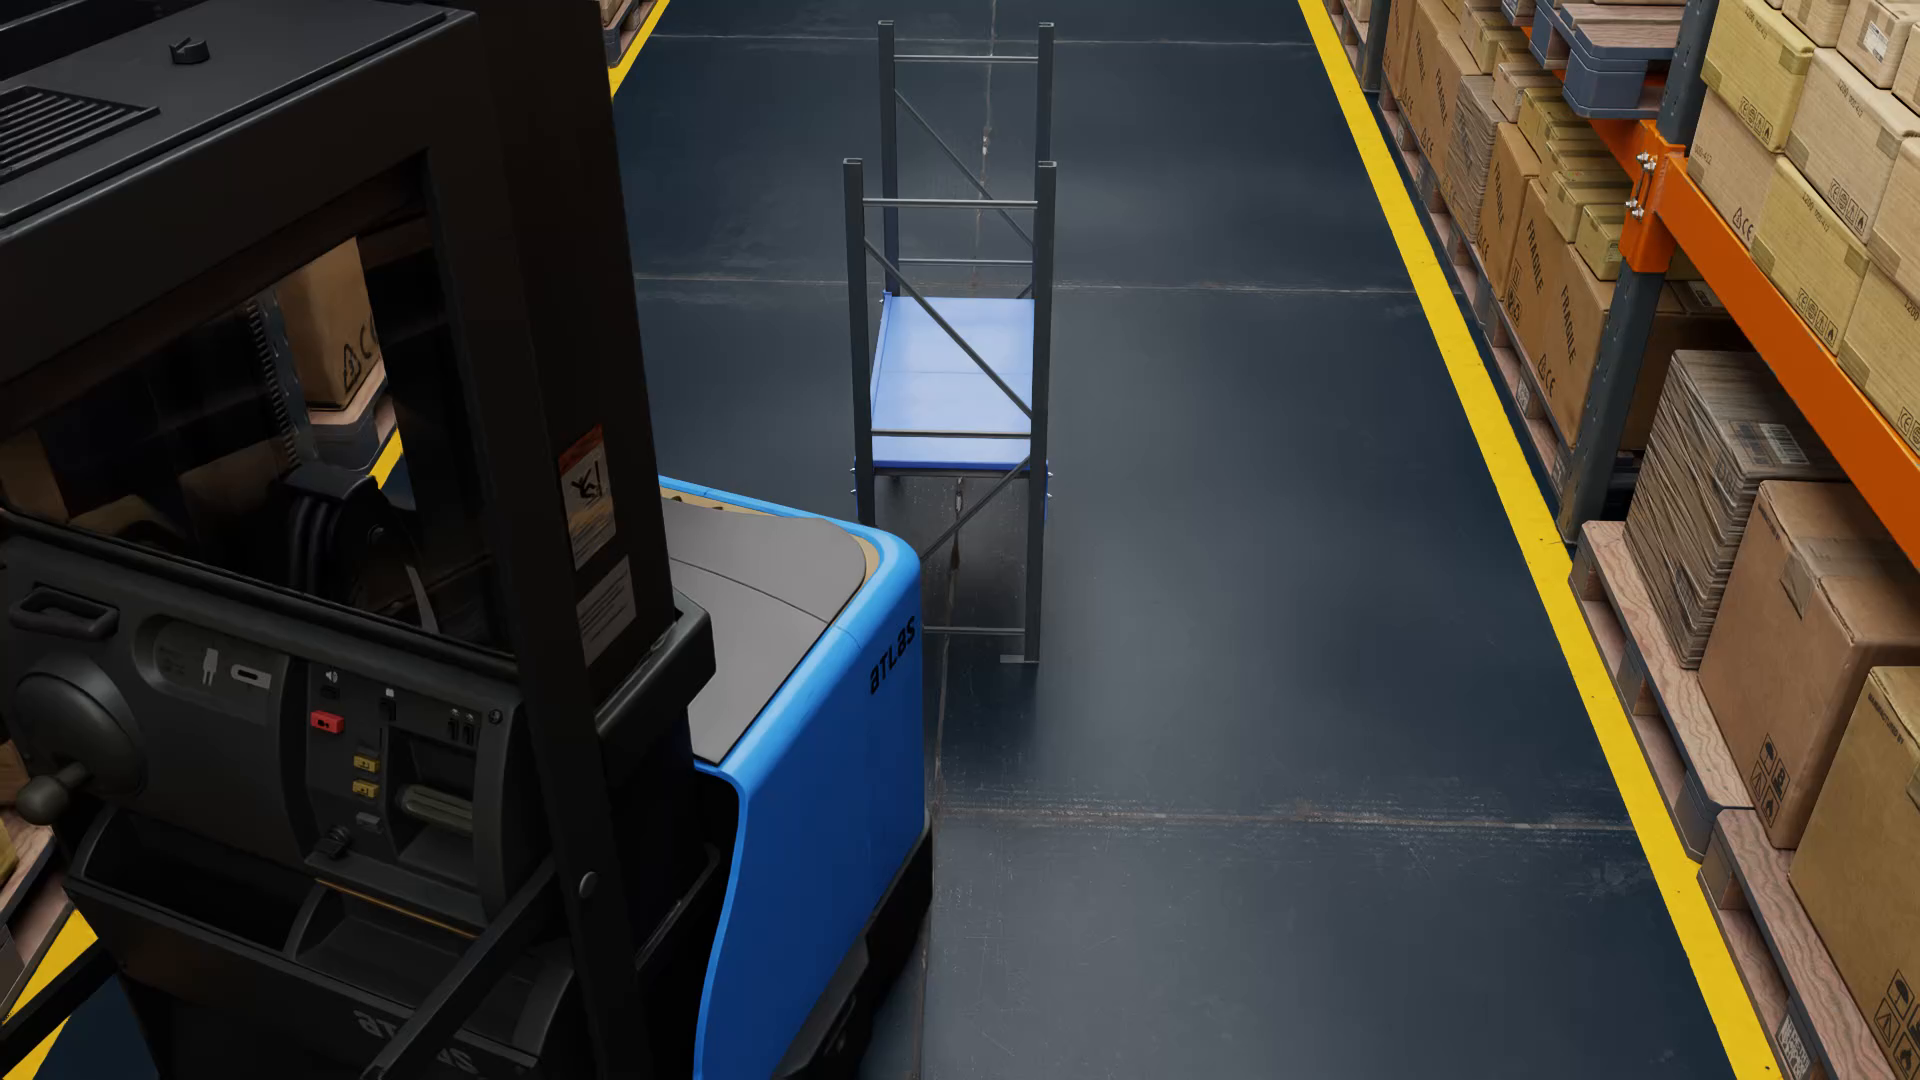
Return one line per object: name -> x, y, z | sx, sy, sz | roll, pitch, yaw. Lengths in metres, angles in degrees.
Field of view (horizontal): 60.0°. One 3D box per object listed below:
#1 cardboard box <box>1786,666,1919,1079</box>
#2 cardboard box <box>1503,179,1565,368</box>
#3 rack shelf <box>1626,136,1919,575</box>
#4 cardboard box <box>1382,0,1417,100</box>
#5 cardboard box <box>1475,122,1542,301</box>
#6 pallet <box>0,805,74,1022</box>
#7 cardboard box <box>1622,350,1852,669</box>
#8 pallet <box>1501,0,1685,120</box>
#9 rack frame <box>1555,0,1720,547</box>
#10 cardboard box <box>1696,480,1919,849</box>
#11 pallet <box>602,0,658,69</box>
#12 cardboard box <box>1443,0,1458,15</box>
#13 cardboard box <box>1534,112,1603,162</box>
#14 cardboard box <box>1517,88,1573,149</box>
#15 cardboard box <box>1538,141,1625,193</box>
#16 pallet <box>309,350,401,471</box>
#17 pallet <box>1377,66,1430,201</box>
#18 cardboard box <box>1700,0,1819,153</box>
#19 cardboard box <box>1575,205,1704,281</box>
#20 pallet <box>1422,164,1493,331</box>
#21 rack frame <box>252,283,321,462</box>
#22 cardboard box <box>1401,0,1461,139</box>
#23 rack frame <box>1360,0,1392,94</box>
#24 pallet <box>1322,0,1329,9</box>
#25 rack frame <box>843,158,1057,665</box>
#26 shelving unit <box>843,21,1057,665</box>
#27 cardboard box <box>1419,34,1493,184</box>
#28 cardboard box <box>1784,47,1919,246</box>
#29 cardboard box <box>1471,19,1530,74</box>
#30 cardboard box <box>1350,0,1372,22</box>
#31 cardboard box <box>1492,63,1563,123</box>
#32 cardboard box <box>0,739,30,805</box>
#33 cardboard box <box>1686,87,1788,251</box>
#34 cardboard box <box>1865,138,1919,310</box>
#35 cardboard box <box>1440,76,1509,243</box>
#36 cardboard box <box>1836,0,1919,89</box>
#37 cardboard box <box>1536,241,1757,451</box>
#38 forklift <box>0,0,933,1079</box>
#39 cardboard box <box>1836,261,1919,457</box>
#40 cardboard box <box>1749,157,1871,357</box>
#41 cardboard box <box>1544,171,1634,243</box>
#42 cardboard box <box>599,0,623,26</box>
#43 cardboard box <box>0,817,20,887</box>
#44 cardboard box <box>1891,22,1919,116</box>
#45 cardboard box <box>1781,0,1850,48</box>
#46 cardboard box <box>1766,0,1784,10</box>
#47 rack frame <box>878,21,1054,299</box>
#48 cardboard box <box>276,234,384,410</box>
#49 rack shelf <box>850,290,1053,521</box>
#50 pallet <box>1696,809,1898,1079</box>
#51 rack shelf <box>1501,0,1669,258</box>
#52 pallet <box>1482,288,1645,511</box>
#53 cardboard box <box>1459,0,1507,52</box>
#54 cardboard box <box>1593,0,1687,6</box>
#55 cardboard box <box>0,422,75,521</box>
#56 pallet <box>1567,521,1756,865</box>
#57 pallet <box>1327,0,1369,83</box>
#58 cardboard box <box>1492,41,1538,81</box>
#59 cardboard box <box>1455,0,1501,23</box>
cardboard box -> 2.317, 0.690, 3.359 | 0.875, 0.625, 0.625 | 0, 35, 0
cardboard box -> 2.234, -0.914, 5.751 | 0.500, 0.500, 0.500 | 1, 35, 1
rack shelf -> 2.321, 0.213, 2.963 | 1.077, 0.370, 4.000 | 1, 35, 2
cardboard box -> 2.317, -2.404, 7.871 | 0.500, 0.500, 0.500 | 3, 35, 4
cardboard box -> 2.252, -1.215, 6.179 | 0.500, 0.500, 0.500 | 3, 35, 4
pallet -> -2.643, 0.946, 3.720 | 1.003, 0.211, 1.213 | 1, 35, 2
cardboard box -> 2.362, -0.072, 4.444 | 0.875, 0.625, 0.625 | 2, 35, 3
pallet -> 2.358, -1.542, 5.003 | 1.213, 0.211, 1.003 | 1, 35, 2
rack frame -> 2.401, -1.230, 4.391 | 1.000, 3.000, 0.127 | 1, 35, 2
cardboard box -> 2.344, 0.303, 3.909 | 0.875, 0.625, 0.625 | 2, 35, 3
pallet -> -2.289, -2.935, 9.242 | 1.003, 0.211, 1.213 | 1, 35, 2
cardboard box -> 2.349, -2.434, 7.349 | 0.380, 0.149, 0.250 | 0, 35, -1
cardboard box -> 2.258, -1.392, 5.867 | 0.380, 0.149, 0.250 | 2, 35, 3
cardboard box -> 2.268, -1.536, 6.071 | 0.380, 0.149, 0.250 | 1, 35, 1
cardboard box -> 2.202, -1.242, 5.653 | 0.380, 0.149, 0.250 | 0, 35, 0
pallet -> -2.452, -0.653, 5.995 | 1.003, 0.211, 1.213 | 1, 35, 2
pallet -> 2.567, -1.919, 7.797 | 1.003, 0.211, 1.213 | 1, 35, 2
cardboard box -> 2.114, -1.124, 3.937 | 0.500, 0.250, 0.500 | 1, 35, 2
cardboard box -> 2.168, -0.934, 5.215 | 0.380, 0.149, 0.250 | 0, 35, 0
pallet -> 2.521, -1.216, 6.797 | 1.003, 0.211, 1.213 | 1, 35, 2
rack frame -> -2.559, -1.342, 4.551 | 1.000, 3.000, 0.127 | 1, 35, 2
cardboard box -> 2.306, -2.098, 7.436 | 0.500, 0.500, 0.500 | 1, 35, 1
rack frame -> 2.562, -3.528, 7.661 | 1.000, 3.000, 0.127 | 1, 35, 2
pallet -> 2.637, -3.484, 10.025 | 1.003, 0.211, 1.213 | 1, 35, 2
rack frame -> -0.024, -0.273, 4.333 | 0.500, 1.500, 0.032 | 1, 35, 2
shelving unit -> -0.003, -0.565, 4.749 | 0.538, 1.500, 1.048 | 1, 35, 2
cardboard box -> 2.281, -1.812, 7.028 | 0.500, 0.500, 0.500 | 0, 35, 0
cardboard box -> 2.118, -0.836, 3.527 | 0.500, 0.250, 0.500 | 2, 35, 3
cardboard box -> 2.292, -1.991, 6.719 | 0.380, 0.149, 0.250 | 3, 35, 4
cardboard box -> 2.291, -2.860, 8.825 | 0.380, 0.149, 0.250 | 0, 35, 0
cardboard box -> 2.249, -1.695, 6.298 | 0.380, 0.149, 0.250 | 0, 35, 0
cardboard box -> -2.613, 0.309, 4.121 | 0.950, 0.372, 0.625 | 1, 35, 1
cardboard box -> 2.139, -0.919, 4.080 | 0.500, 0.250, 0.500 | 1, 35, 2
cardboard box -> 2.079, -0.536, 3.099 | 0.500, 0.250, 0.500 | 0, 35, 1
cardboard box -> 2.254, -1.514, 6.604 | 0.500, 0.500, 0.500 | 0, 35, 0
cardboard box -> 2.100, -1.058, 3.496 | 0.380, 0.149, 0.250 | 2, 35, 3
cardboard box -> 2.203, -0.627, 5.342 | 0.500, 0.500, 0.500 | 2, 35, 3
forklift -> -1.106, 0.346, 2.209 | 1.130, 2.935, 3.031 | 14, 37, 19
cardboard box -> 2.100, -0.334, 3.247 | 0.500, 0.250, 0.500 | 0, 35, 0
cardboard box -> 2.114, -0.630, 3.669 | 0.500, 0.250, 0.500 | 1, 35, 1
cardboard box -> 2.148, -1.092, 5.439 | 0.380, 0.149, 0.250 | 0, 35, -1
cardboard box -> -2.266, -3.122, 8.947 | 0.875, 0.438, 0.875 | 1, 35, 1
cardboard box -> -2.649, 0.745, 3.501 | 0.950, 0.372, 0.625 | 2, 35, 3
cardboard box -> 2.102, -0.908, 3.282 | 0.380, 0.149, 0.250 | 2, 35, 2
cardboard box -> 2.085, -1.207, 3.707 | 0.380, 0.149, 0.250 | 2, 35, 3
cardboard box -> 2.094, -1.360, 3.925 | 0.380, 0.149, 0.250 | 2, 35, 3
rack frame -> 0.017, -0.857, 5.165 | 0.500, 1.500, 0.032 | 1, 35, 2
cardboard box -> -2.448, -1.040, 5.603 | 0.875, 0.875, 0.875 | 1, 35, 1
rack shelf -> -0.003, -0.417, 4.852 | 0.538, 0.185, 1.000 | 1, 35, 2
pallet -> 2.277, 1.082, 3.527 | 1.003, 0.211, 1.213 | 1, 35, 2
rack shelf -> 2.481, -2.085, 6.233 | 1.077, 0.370, 4.000 | 1, 35, 2
pallet -> 2.469, -0.517, 5.802 | 1.003, 0.211, 1.213 | 1, 35, 2
cardboard box -> 2.304, -2.133, 6.922 | 0.380, 0.149, 0.250 | 1, 35, 2
cardboard box -> 2.044, -1.685, 4.892 | 0.380, 0.149, 0.250 | 2, 35, 3
cardboard box -> -2.591, -0.115, 4.725 | 0.950, 0.372, 0.625 | -1, 35, -1
pallet -> 2.329, 0.383, 4.521 | 1.003, 0.211, 1.213 | 1, 35, 2
pallet -> 2.590, -2.782, 9.025 | 1.003, 0.211, 1.213 | 1, 35, 2
cardboard box -> 2.310, -1.835, 6.497 | 0.380, 0.149, 0.250 | 1, 35, 2
cardboard box -> 2.351, -2.276, 7.125 | 0.380, 0.149, 0.250 | 1, 35, 1
